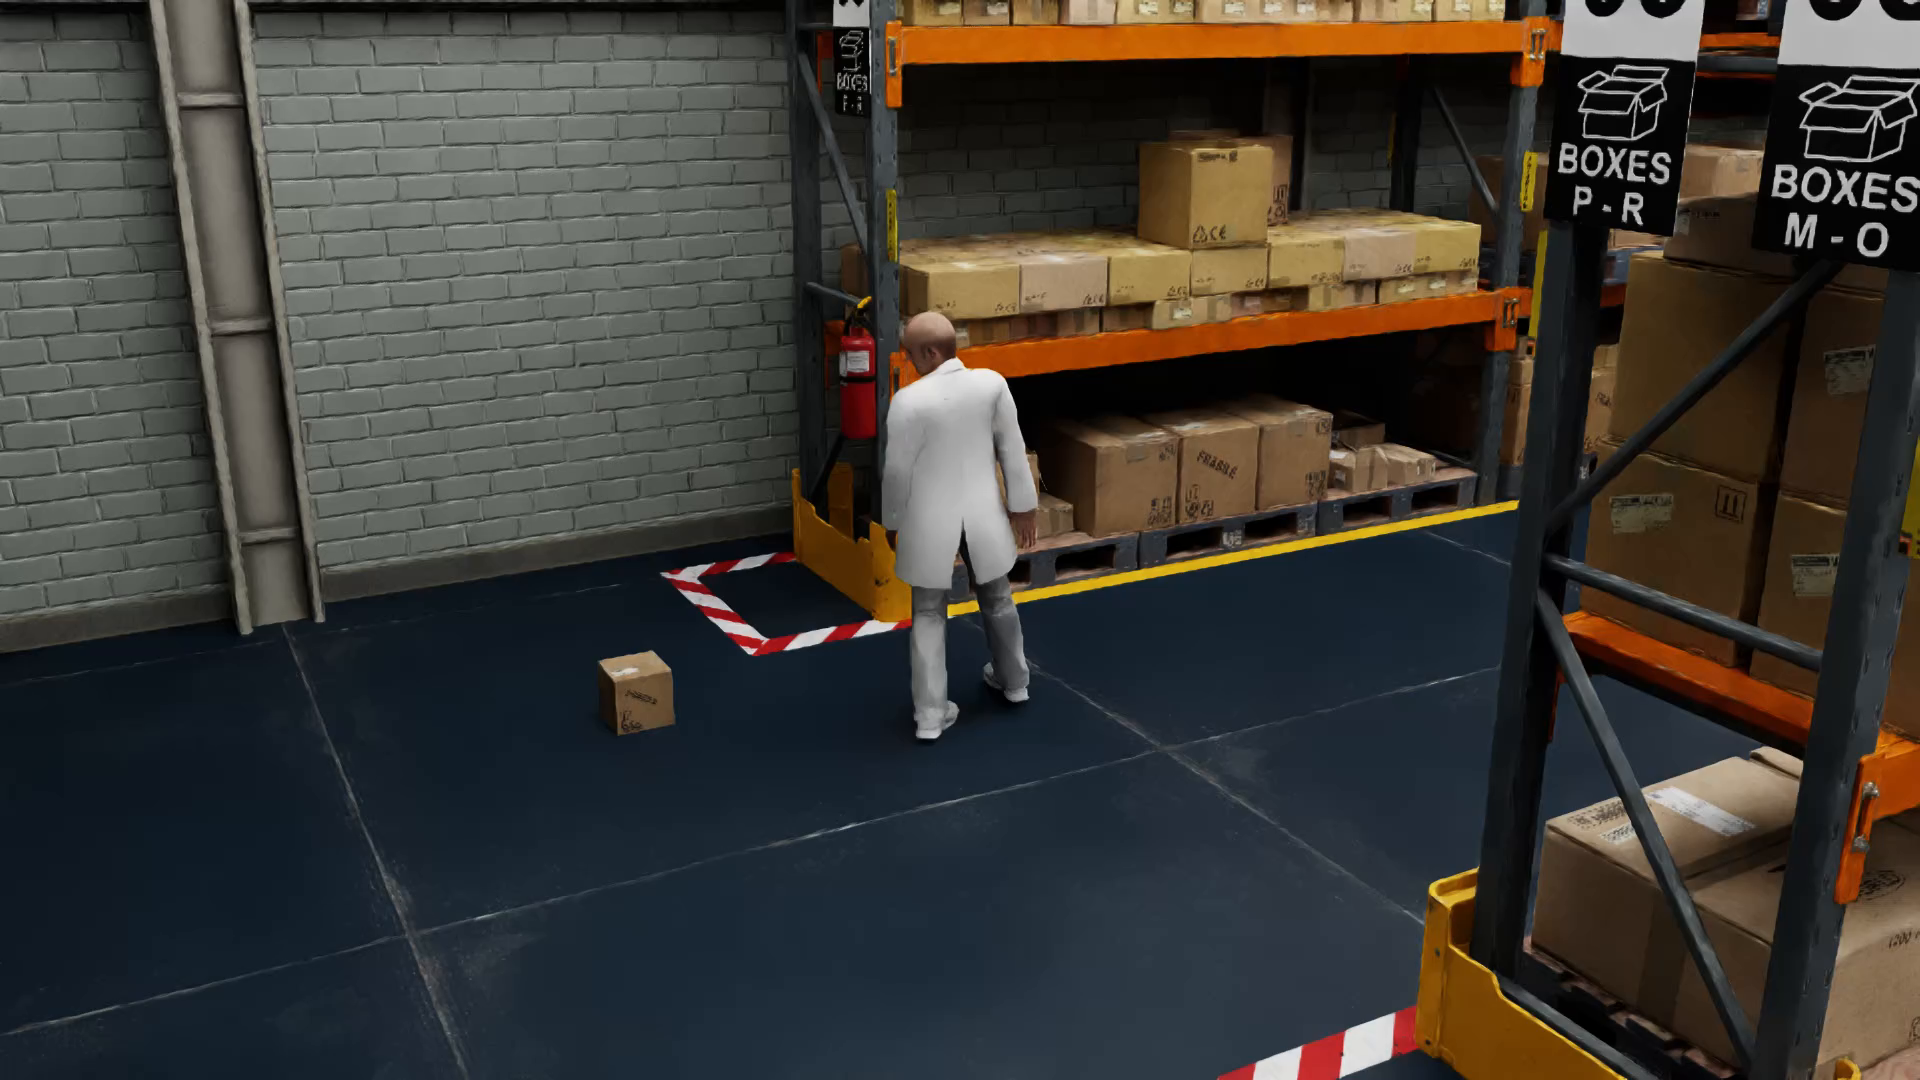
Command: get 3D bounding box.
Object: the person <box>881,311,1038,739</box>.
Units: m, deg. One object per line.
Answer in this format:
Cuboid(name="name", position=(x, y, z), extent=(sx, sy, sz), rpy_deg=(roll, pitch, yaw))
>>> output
Cuboid(name="person", position=(-0.023, -0.087, 6.906), extent=(0.683, 1.773, 0.608), rpy_deg=(-6, 19, -17))
